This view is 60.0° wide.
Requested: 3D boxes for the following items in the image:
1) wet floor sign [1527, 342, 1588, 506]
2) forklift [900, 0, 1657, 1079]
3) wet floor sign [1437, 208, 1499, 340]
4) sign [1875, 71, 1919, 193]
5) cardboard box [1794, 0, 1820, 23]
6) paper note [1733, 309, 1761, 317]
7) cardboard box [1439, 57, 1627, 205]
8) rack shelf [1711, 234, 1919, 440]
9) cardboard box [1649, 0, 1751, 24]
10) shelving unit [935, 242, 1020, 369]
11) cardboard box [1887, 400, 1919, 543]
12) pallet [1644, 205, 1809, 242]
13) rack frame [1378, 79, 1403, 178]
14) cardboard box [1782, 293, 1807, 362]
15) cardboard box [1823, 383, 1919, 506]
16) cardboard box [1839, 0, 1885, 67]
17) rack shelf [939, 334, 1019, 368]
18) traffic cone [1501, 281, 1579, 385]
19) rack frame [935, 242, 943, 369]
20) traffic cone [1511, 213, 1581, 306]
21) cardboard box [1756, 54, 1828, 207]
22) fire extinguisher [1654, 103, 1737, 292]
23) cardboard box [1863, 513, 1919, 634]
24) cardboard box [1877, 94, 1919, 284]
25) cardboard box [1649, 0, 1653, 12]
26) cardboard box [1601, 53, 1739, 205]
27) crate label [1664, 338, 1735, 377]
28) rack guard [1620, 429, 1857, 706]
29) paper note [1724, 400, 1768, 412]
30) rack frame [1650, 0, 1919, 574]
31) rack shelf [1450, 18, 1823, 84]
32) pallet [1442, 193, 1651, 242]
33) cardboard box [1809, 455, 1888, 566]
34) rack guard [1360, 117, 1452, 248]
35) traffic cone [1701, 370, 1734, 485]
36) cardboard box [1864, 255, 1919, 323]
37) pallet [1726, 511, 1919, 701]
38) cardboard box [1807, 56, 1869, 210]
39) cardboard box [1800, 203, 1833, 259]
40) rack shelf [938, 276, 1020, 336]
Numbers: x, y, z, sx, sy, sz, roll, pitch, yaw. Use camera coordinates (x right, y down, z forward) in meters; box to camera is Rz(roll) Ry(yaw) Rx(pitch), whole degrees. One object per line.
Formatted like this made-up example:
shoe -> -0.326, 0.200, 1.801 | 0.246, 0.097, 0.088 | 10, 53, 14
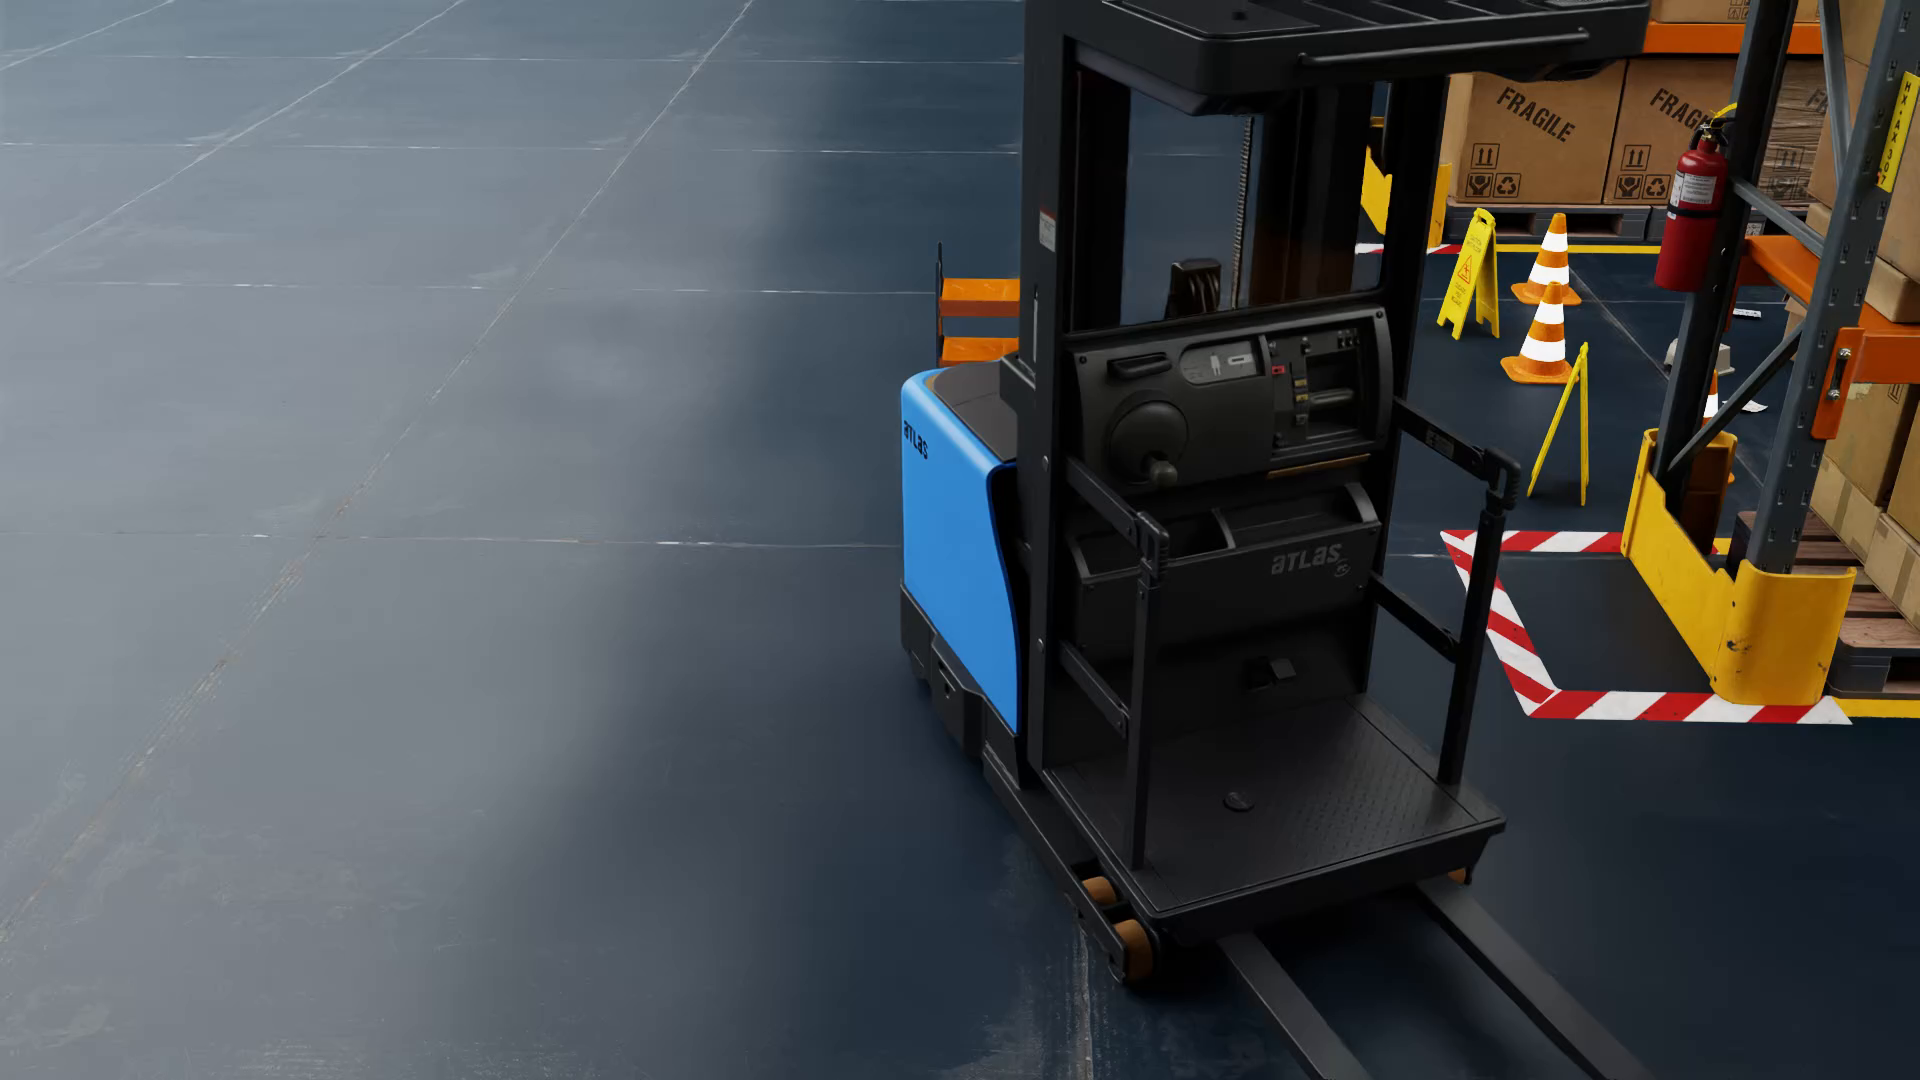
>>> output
wet floor sign -> 2.553, -0.504, 6.949 | 0.232, 0.644, 0.267 | 11, 30, 19
forklift -> 0.809, -0.335, 4.190 | 1.130, 2.935, 3.031 | -11, 30, -19
wet floor sign -> 2.680, -1.392, 8.625 | 0.232, 0.644, 0.267 | -4, 28, -7
sign -> 2.686, -1.168, 4.765 | 0.005, 0.325, 0.100 | 1, 28, 2
cardboard box -> 4.788, -3.384, 9.708 | 0.500, 0.550, 0.875 | 1, 28, 2
paper note -> 4.244, -1.226, 8.970 | 0.142, 0.017, 0.144 | 11, 30, 19
cardboard box -> 3.458, -2.625, 10.258 | 0.875, 0.875, 0.875 | 1, 28, 2
rack shelf -> 4.703, -0.689, 5.553 | 4.000, 0.370, 1.077 | 1, 28, 2
cardboard box -> 4.256, -3.373, 9.688 | 0.550, 0.550, 0.875 | 1, 28, 2
shelving unit -> 0.165, -0.527, 6.402 | 0.503, 1.200, 0.258 | 1, 28, 2
cardboard box -> 3.525, -0.199, 5.548 | 0.500, 0.500, 0.500 | 0, 28, 0
pallet -> 4.796, -2.128, 10.478 | 1.213, 0.211, 1.003 | 1, 28, 2
rack frame -> 2.778, -3.359, 9.821 | 0.127, 3.000, 1.000 | 1, 28, 2
cardboard box -> 4.549, -1.093, 8.212 | 0.637, 0.503, 0.797 | -20, 34, -33
cardboard box -> 3.514, -0.451, 6.022 | 0.500, 0.500, 0.500 | 1, 28, 2
cardboard box -> 3.223, -1.751, 5.297 | 0.500, 0.500, 0.700 | 0, 28, 1
rack shelf -> 0.165, -0.666, 6.329 | 0.480, 0.148, 0.258 | 1, 28, 2
traffic cone -> 2.879, -1.041, 8.158 | 0.334, 0.463, 0.336 | 1, 28, 2
rack frame -> -0.078, -0.531, 6.410 | 0.015, 1.200, 0.240 | 1, 28, 2
traffic cone -> 3.259, -1.564, 9.145 | 0.334, 0.463, 0.336 | 1, 28, 2
cardboard box -> 5.249, -2.595, 10.202 | 0.875, 0.875, 0.875 | 1, 28, 2
fire extinguisher -> 2.606, -1.223, 5.876 | 0.183, 0.674, 0.296 | 1, 28, 2
cardboard box -> 3.501, 0.132, 5.723 | 0.500, 0.250, 0.500 | 1, 28, 1
cardboard box -> 3.168, -1.078, 5.094 | 0.500, 0.500, 0.500 | 1, 28, 1
cardboard box -> 3.701, -3.441, 9.816 | 0.550, 0.550, 0.875 | 1, 28, 2
cardboard box -> 4.338, -2.611, 10.232 | 0.875, 0.875, 0.875 | 1, 28, 1
crate label -> 3.667, -0.913, 8.264 | 0.298, 0.136, 0.250 | -14, 31, -24
rack guard -> 2.781, 0.066, 6.030 | 0.348, 0.500, 1.175 | 1, 28, 2
paper note -> 3.720, -0.644, 7.871 | 0.142, 0.019, 0.148 | -9, 29, -16
rack frame -> 2.705, -1.040, 5.447 | 0.127, 3.000, 1.000 | 1, 28, 2
rack shelf -> 4.777, -3.008, 9.927 | 4.000, 0.370, 1.077 | 1, 28, 2
pallet -> 3.580, -2.150, 10.518 | 1.213, 0.211, 1.003 | 1, 28, 2
cardboard box -> 3.546, -0.123, 6.204 | 0.500, 0.250, 0.500 | 1, 28, 2
rack guard -> 2.754, -2.254, 10.407 | 0.348, 0.500, 1.175 | 1, 28, 2
traffic cone -> 3.180, -0.516, 7.167 | 0.334, 0.463, 0.336 | 1, 28, 2
cardboard box -> 3.037, -0.826, 5.313 | 0.250, 0.149, 0.380 | 1, 28, 2
pallet -> 3.591, 0.223, 6.041 | 1.213, 0.211, 1.003 | 1, 28, 2
cardboard box -> 3.257, -1.335, 5.580 | 0.500, 0.500, 0.500 | 0, 28, 1
cardboard box -> 3.086, -1.023, 5.683 | 0.250, 0.149, 0.380 | 2, 28, 4
rack shelf -> 0.165, -0.875, 6.218 | 0.480, 0.148, 0.258 | 1, 28, 2
